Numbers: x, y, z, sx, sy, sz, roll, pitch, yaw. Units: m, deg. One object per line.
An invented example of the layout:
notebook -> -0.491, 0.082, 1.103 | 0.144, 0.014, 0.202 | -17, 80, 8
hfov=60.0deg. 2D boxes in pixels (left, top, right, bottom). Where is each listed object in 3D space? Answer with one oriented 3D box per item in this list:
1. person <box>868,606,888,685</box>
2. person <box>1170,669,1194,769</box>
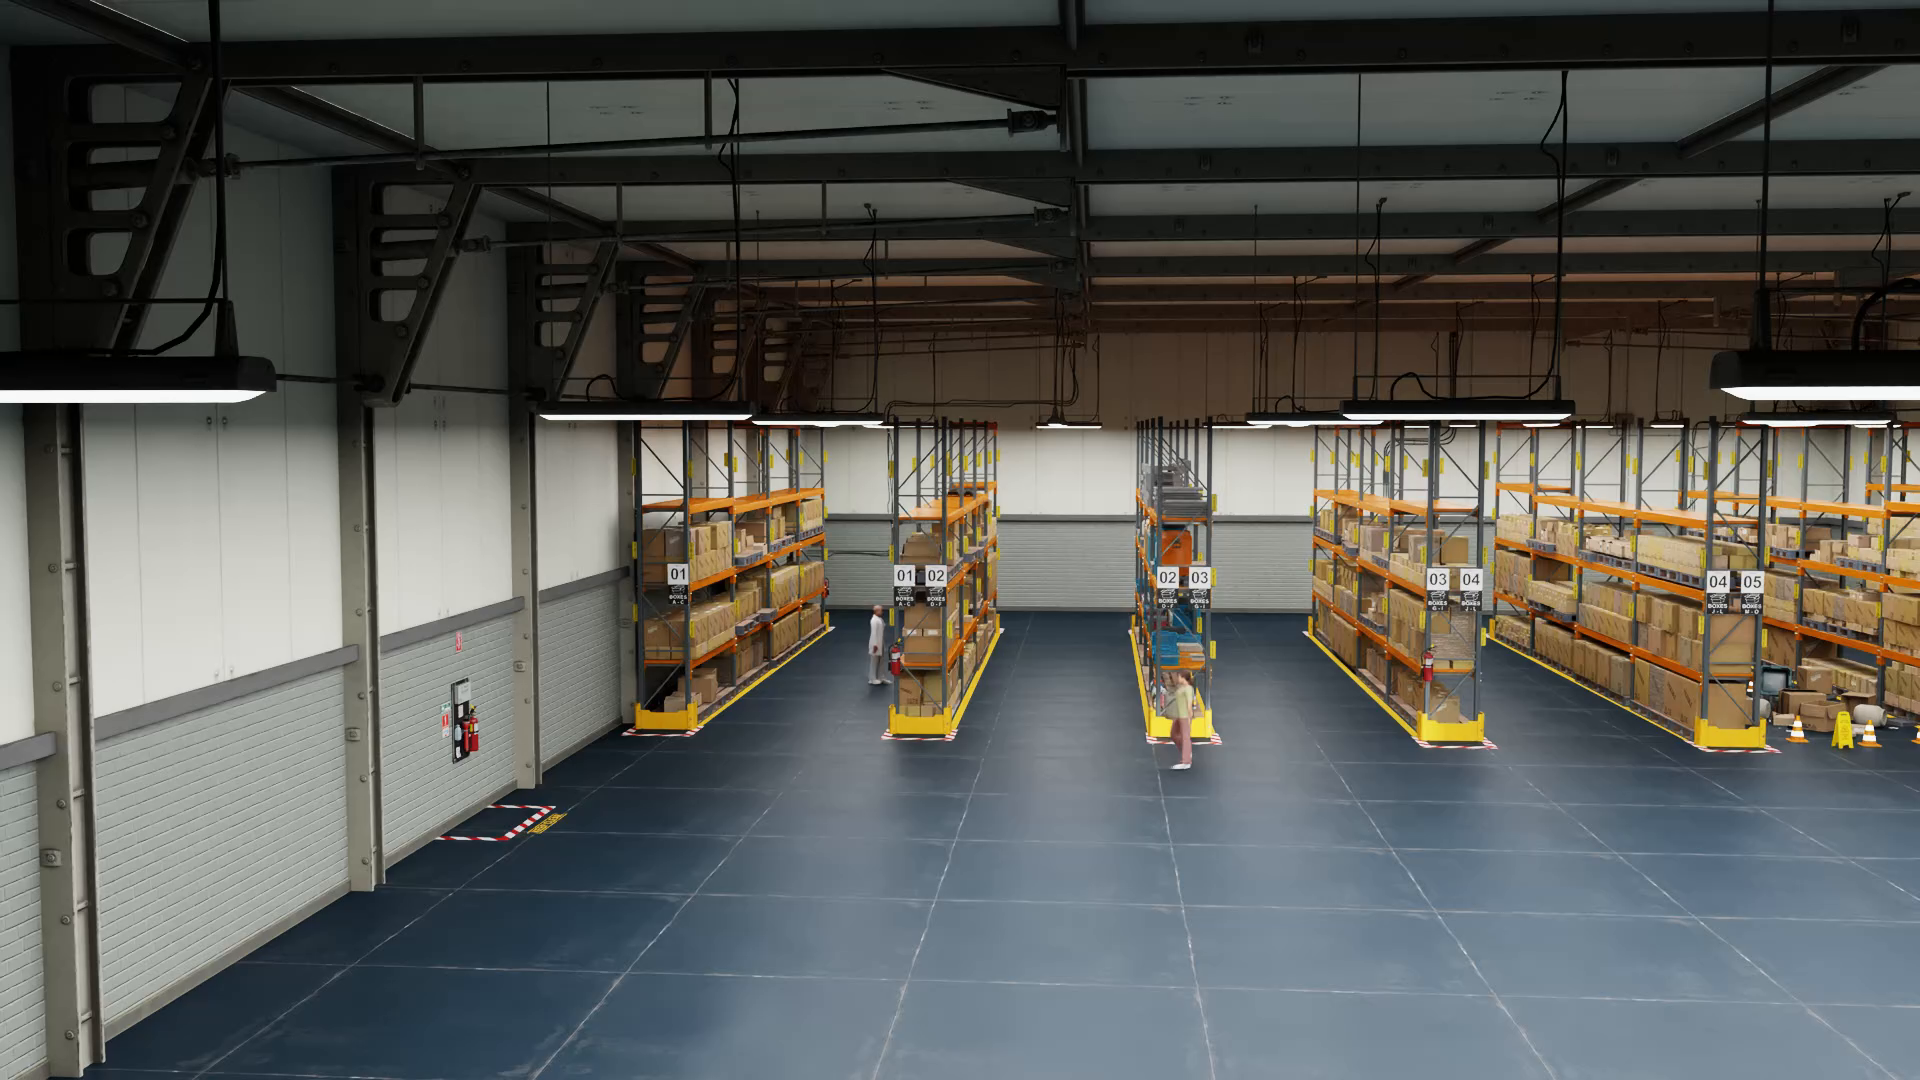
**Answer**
person -> -1.880, 2.371, 37.620 | 0.384, 1.785, 0.620 | 1, 4, 18
person -> 3.781, 3.038, 28.282 | 0.483, 1.707, 0.499 | -2, 4, -31
